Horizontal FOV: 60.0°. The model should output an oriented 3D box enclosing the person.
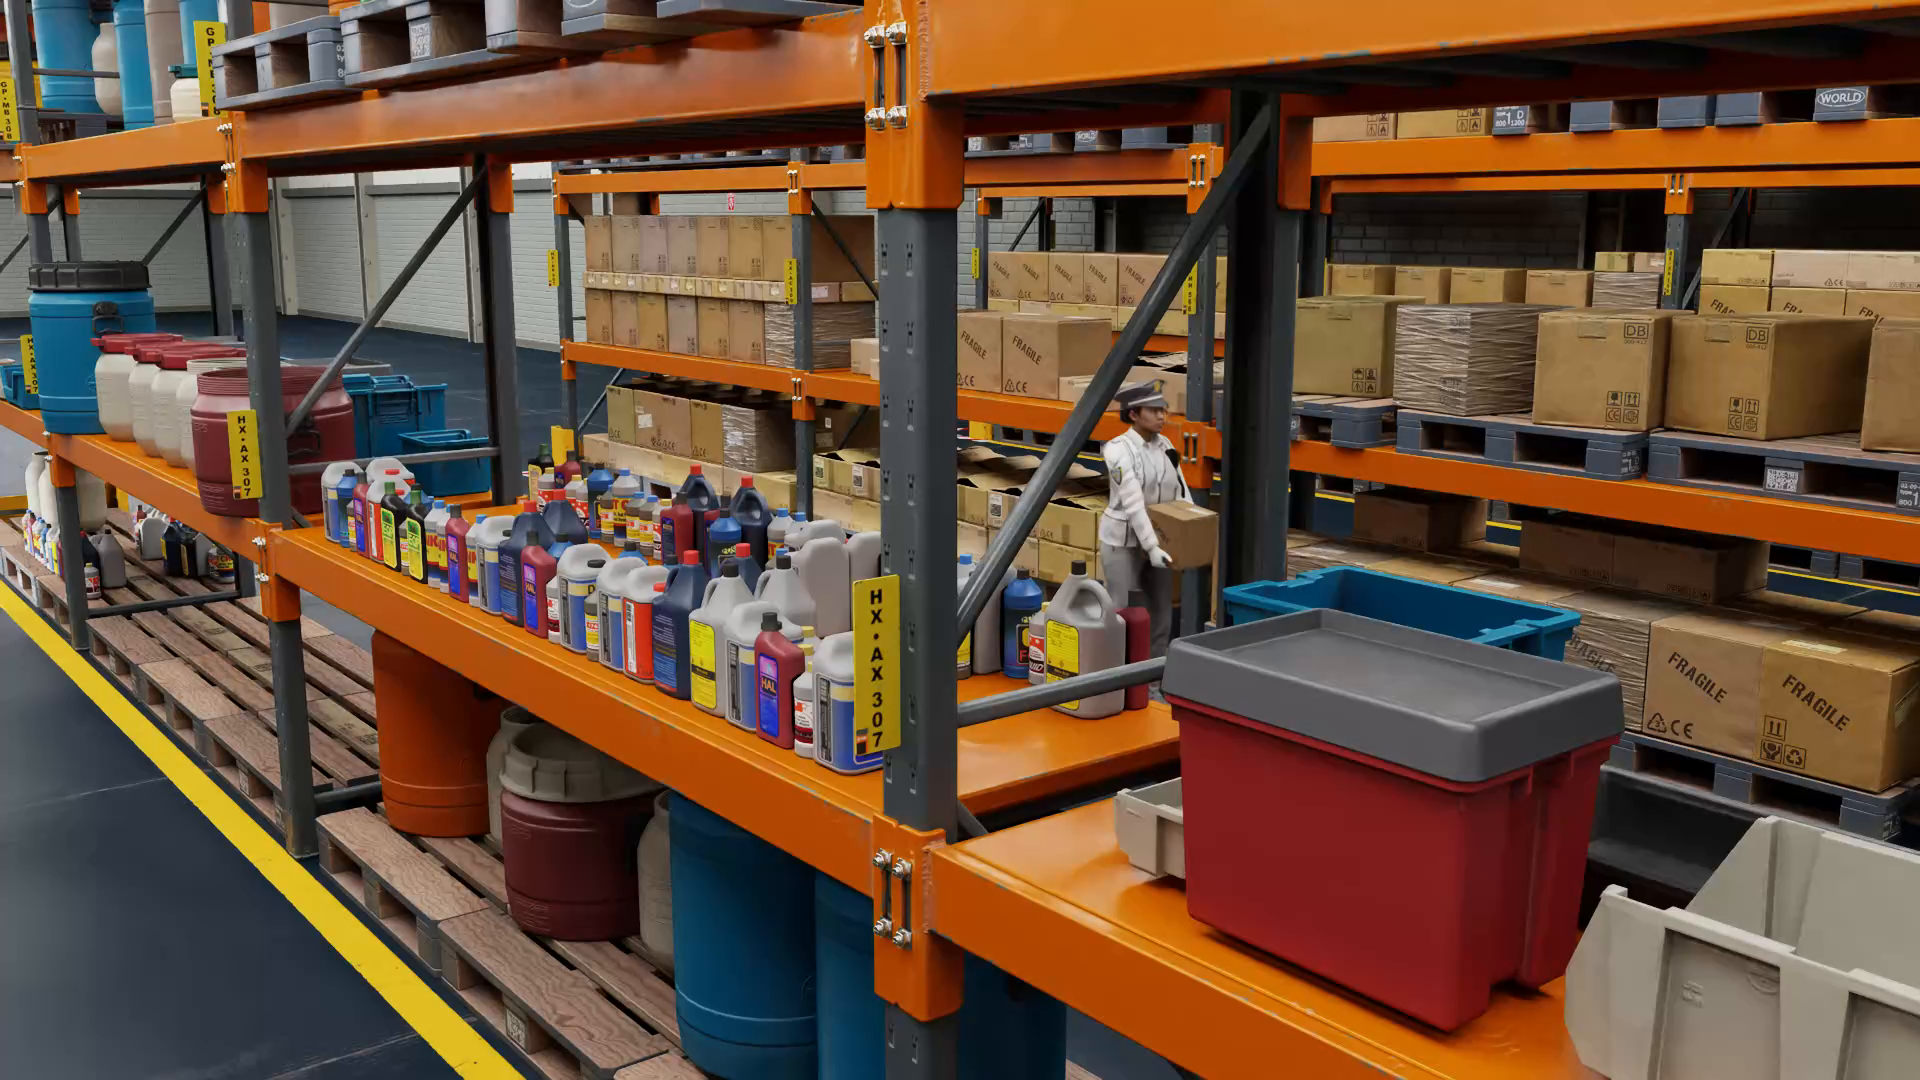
[{"bbox_3d":[0.937,0.062,8.074,0.416,1.688,0.525,-9,14,-39],"label":"person"}]
